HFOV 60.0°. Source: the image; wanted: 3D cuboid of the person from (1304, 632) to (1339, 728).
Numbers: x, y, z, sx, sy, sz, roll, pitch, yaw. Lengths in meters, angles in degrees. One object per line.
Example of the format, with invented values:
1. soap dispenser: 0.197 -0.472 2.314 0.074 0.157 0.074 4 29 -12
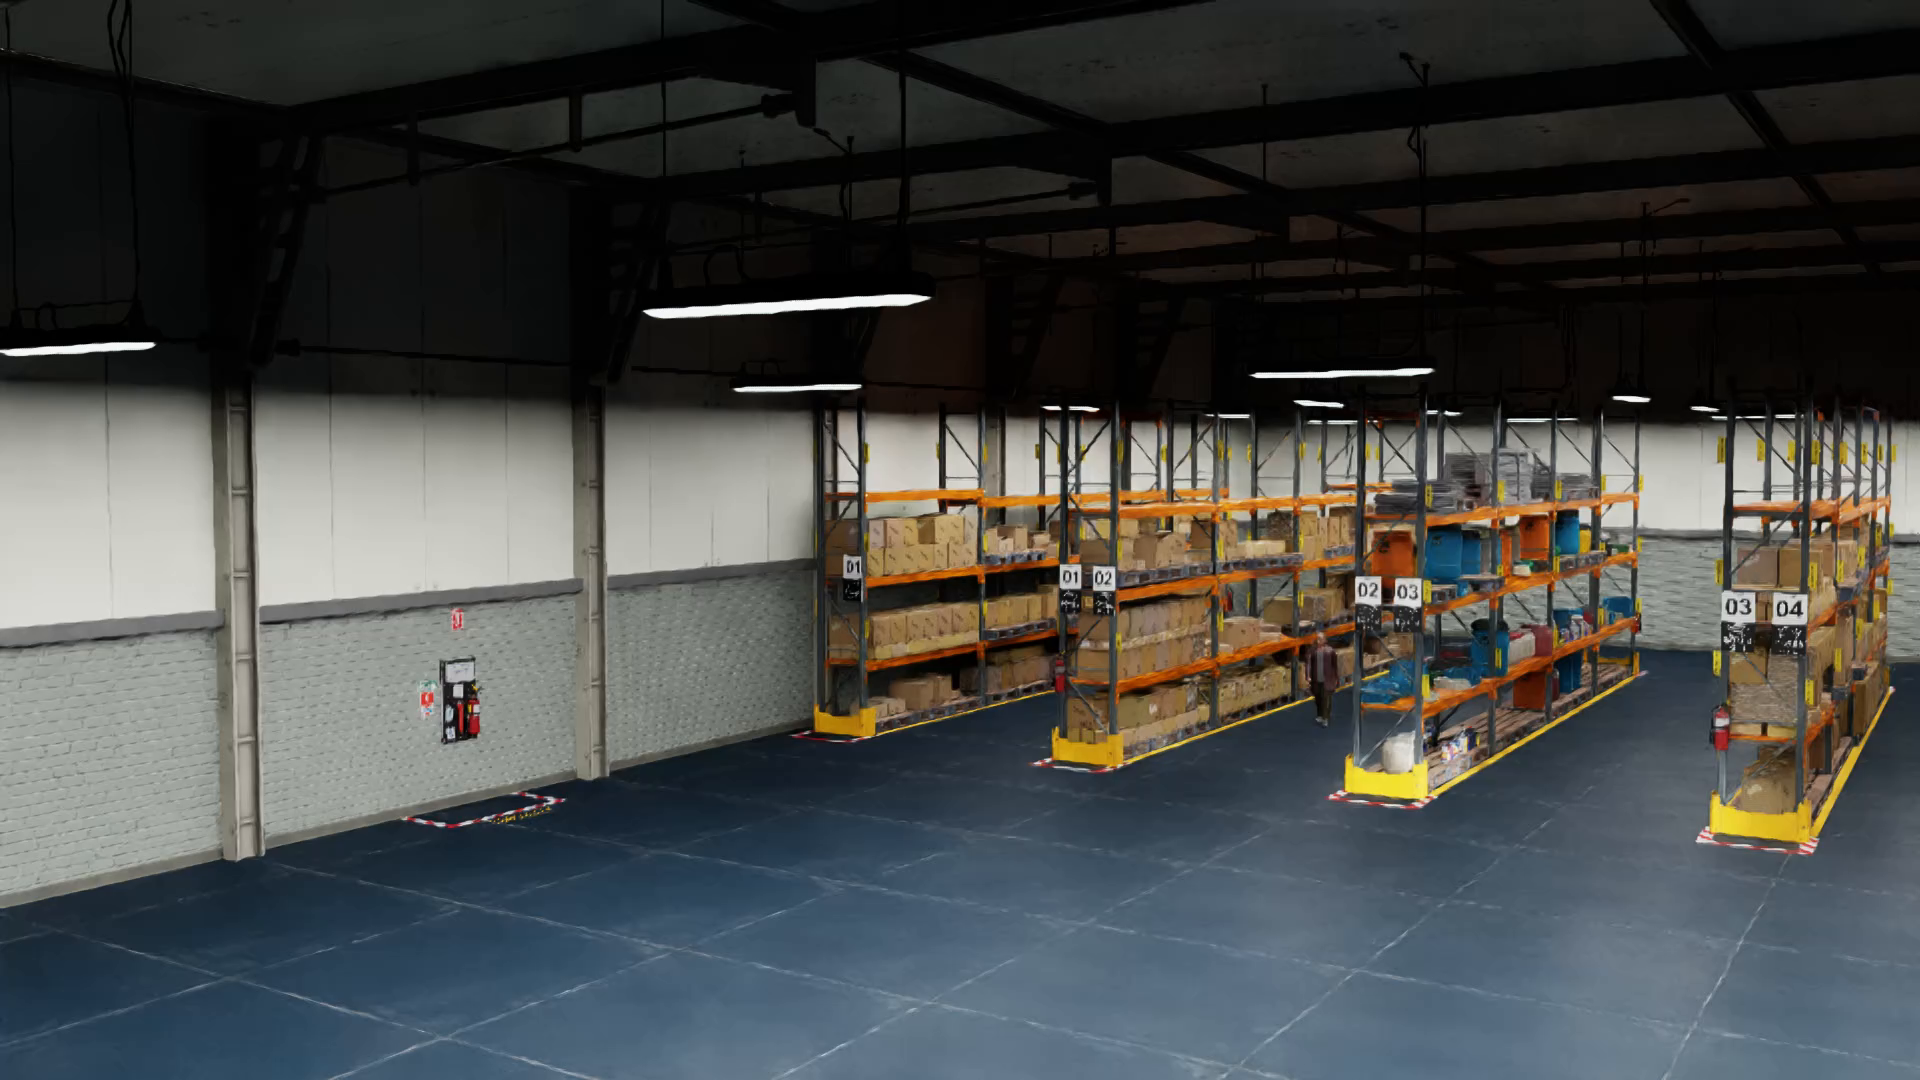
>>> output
1. person: 6.587 2.561 30.384 0.572 1.672 1.116 1 3 24
